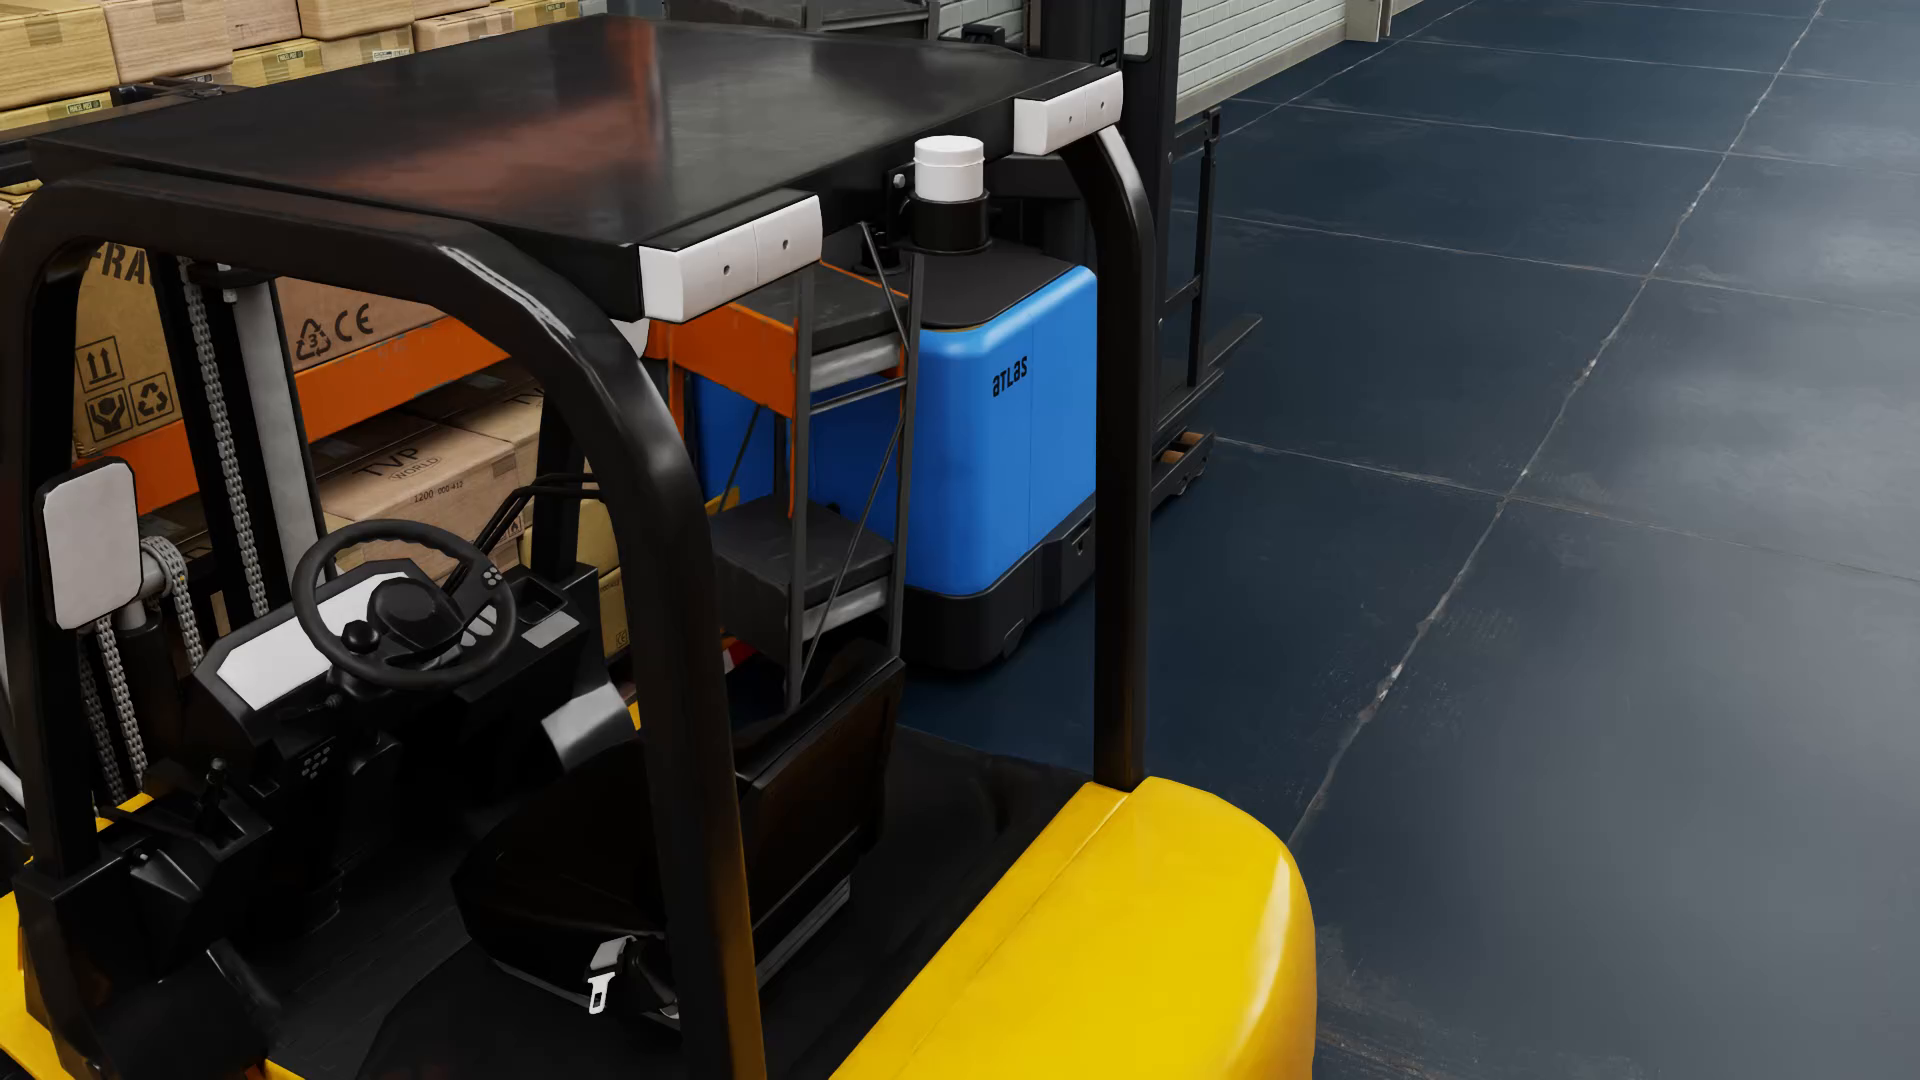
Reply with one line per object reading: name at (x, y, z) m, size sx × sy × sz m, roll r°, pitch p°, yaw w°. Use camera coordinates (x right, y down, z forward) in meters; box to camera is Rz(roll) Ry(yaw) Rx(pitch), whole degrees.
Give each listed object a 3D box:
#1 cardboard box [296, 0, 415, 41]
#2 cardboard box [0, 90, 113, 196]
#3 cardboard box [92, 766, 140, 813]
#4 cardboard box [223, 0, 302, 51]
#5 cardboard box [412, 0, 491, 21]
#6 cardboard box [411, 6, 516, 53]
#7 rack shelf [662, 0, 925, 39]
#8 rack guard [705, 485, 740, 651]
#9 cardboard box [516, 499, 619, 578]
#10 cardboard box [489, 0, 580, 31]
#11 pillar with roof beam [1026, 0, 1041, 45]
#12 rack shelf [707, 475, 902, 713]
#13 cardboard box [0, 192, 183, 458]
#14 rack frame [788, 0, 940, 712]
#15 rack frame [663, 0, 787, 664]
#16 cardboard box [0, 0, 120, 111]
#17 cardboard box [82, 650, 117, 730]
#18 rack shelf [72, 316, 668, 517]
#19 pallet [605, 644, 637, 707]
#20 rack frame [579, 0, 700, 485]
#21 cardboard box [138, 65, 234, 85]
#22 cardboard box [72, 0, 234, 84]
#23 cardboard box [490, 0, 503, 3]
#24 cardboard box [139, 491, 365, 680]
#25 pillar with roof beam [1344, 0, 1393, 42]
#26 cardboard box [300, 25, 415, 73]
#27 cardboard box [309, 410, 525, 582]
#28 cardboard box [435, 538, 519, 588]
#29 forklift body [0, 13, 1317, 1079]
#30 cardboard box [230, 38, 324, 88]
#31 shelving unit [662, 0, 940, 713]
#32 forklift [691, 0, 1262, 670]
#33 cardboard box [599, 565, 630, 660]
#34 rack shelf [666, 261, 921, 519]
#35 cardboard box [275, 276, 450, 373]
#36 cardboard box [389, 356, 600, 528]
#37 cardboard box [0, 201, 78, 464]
cardboard box at (-1.426, -1.202, 3.632) m, size 0.380 × 0.149 × 0.250 m, roll 15°, pitch 30°, yaw 27°
cardboard box at (-1.770, -0.764, 3.089) m, size 0.380 × 0.149 × 0.250 m, roll 14°, pitch 30°, yaw 26°
cardboard box at (-1.942, 0.539, 3.367) m, size 0.500 × 0.250 × 0.500 m, roll 14°, pitch 30°, yaw 26°
cardboard box at (-1.613, -1.121, 3.471) m, size 0.380 × 0.149 × 0.250 m, roll 14°, pitch 30°, yaw 26°
cardboard box at (-1.320, -1.310, 3.847) m, size 0.380 × 0.149 × 0.250 m, roll 14°, pitch 30°, yaw 26°
cardboard box at (-1.260, -1.163, 3.886) m, size 0.380 × 0.149 × 0.250 m, roll 15°, pitch 30°, yaw 27°
rack shelf at (-0.381, -1.047, 3.918) m, size 0.480 × 0.518 × 0.431 m, roll 27°, pitch 35°, yaw 36°
rack guard at (-1.222, -0.023, 5.237) m, size 1.175 × 0.500 × 0.348 m, roll 14°, pitch 30°, yaw 26°
cardboard box at (-1.201, -0.054, 4.552) m, size 0.500 × 0.250 × 0.500 m, roll 14°, pitch 30°, yaw 25°
cardboard box at (-1.160, -1.269, 4.098) m, size 0.380 × 0.149 × 0.250 m, roll 15°, pitch 30°, yaw 27°
pillar with roof beam at (4.339, -5.131, 5.948) m, size 9.100 × 9.000 × 0.400 m, roll 14°, pitch 30°, yaw 26°
rack shelf at (-0.478, 0.190, 4.567) m, size 0.480 × 0.518 × 0.431 m, roll 27°, pitch 35°, yaw 36°
cardboard box at (-1.762, -0.526, 3.339) m, size 0.500 × 0.500 × 0.500 m, roll 14°, pitch 30°, yaw 25°
rack frame at (-0.252, -0.351, 4.093) m, size 0.015 × 2.100 × 0.400 m, roll 27°, pitch 35°, yaw 36°
rack frame at (-0.605, -0.529, 4.379) m, size 0.015 × 2.100 × 0.400 m, roll 27°, pitch 35°, yaw 36°
cardboard box at (-1.767, -0.893, 3.015) m, size 0.380 × 0.149 × 0.250 m, roll 15°, pitch 30°, yaw 27°
cardboard box at (-1.930, 0.307, 3.272) m, size 0.500 × 0.250 × 0.500 m, roll 14°, pitch 30°, yaw 25°
rack shelf at (-2.217, -0.030, 3.263) m, size 1.077 × 0.370 × 4.000 m, roll 14°, pitch 30°, yaw 26°
pallet at (-1.573, 0.423, 4.669) m, size 1.003 × 0.211 × 1.213 m, roll 14°, pitch 30°, yaw 26°
rack frame at (-1.233, -1.131, 4.659) m, size 1.000 × 3.000 × 0.127 m, roll 14°, pitch 30°, yaw 26°
cardboard box at (-1.663, -0.867, 3.294) m, size 0.380 × 0.149 × 0.250 m, roll 13°, pitch 29°, yaw 24°
cardboard box at (-1.644, -0.995, 3.219) m, size 0.380 × 0.149 × 0.250 m, roll 15°, pitch 30°, yaw 27°
cardboard box at (-1.226, -1.413, 4.053) m, size 0.380 × 0.149 × 0.250 m, roll 14°, pitch 30°, yaw 26°
cardboard box at (-1.674, 0.111, 3.663) m, size 0.500 × 0.250 × 0.500 m, roll 15°, pitch 30°, yaw 27°
pillar with roof beam at (7.291, -7.470, 10.619) m, size 9.100 × 9.000 × 0.400 m, roll 14°, pitch 30°, yaw 26°
cardboard box at (-1.441, -1.075, 3.711) m, size 0.380 × 0.149 × 0.250 m, roll 15°, pitch 30°, yaw 27°
cardboard box at (-1.434, -0.088, 4.061) m, size 0.500 × 0.250 × 0.500 m, roll 15°, pitch 30°, yaw 27°
cardboard box at (-1.457, 0.139, 4.166) m, size 0.500 × 0.250 × 0.500 m, roll 14°, pitch 30°, yaw 26°
forklift body at (-0.578, 0.389, 2.570) m, size 2.313 × 2.155 × 1.214 m, roll 14°, pitch 30°, yaw 26°
cardboard box at (-1.573, -0.981, 3.523) m, size 0.380 × 0.149 × 0.250 m, roll 14°, pitch 30°, yaw 26°
shelving unit at (-0.428, -0.440, 4.236) m, size 0.503 × 2.100 × 0.431 m, roll 27°, pitch 35°, yaw 36°
forklift at (0.296, -1.558, 5.587) m, size 1.130 × 2.935 × 3.031 m, roll 13°, pitch 30°, yaw 25°
cardboard box at (-1.189, 0.163, 4.675) m, size 0.500 × 0.250 × 0.500 m, roll 14°, pitch 30°, yaw 26°
rack shelf at (-0.429, -0.428, 4.242) m, size 0.480 × 0.518 × 0.431 m, roll 27°, pitch 35°, yaw 36°
cardboard box at (-1.510, -0.726, 3.738) m, size 0.500 × 0.500 × 0.500 m, roll 15°, pitch 30°, yaw 28°
cardboard box at (-1.188, -0.288, 4.461) m, size 0.500 × 0.250 × 0.500 m, roll 15°, pitch 30°, yaw 28°
cardboard box at (-2.000, -0.328, 2.943) m, size 0.500 × 0.500 × 0.500 m, roll 14°, pitch 30°, yaw 26°
